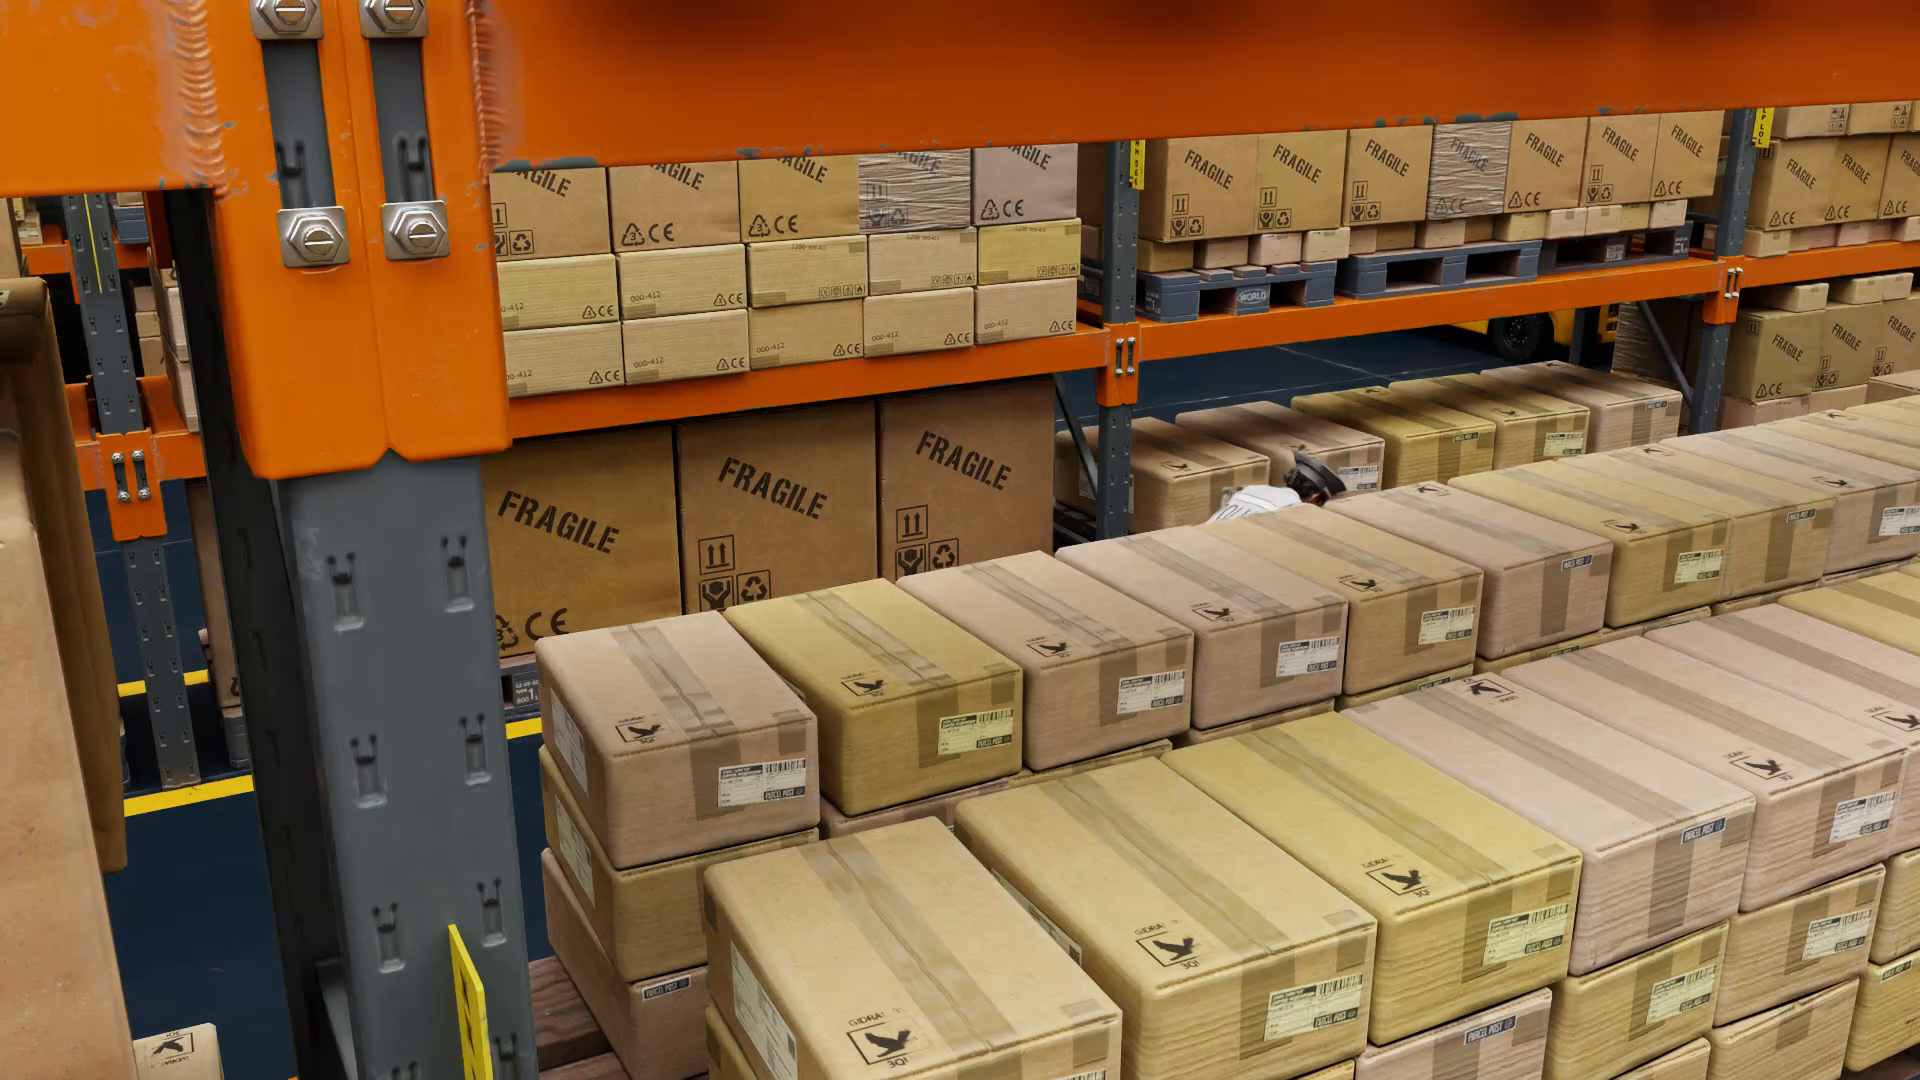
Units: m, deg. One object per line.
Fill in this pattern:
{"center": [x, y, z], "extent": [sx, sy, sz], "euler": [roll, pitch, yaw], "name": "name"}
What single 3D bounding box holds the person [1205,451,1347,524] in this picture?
{"center": [1.222, 0.136, 6.823], "extent": [0.853, 0.928, 0.491], "euler": [-10, 21, -27], "name": "person"}
